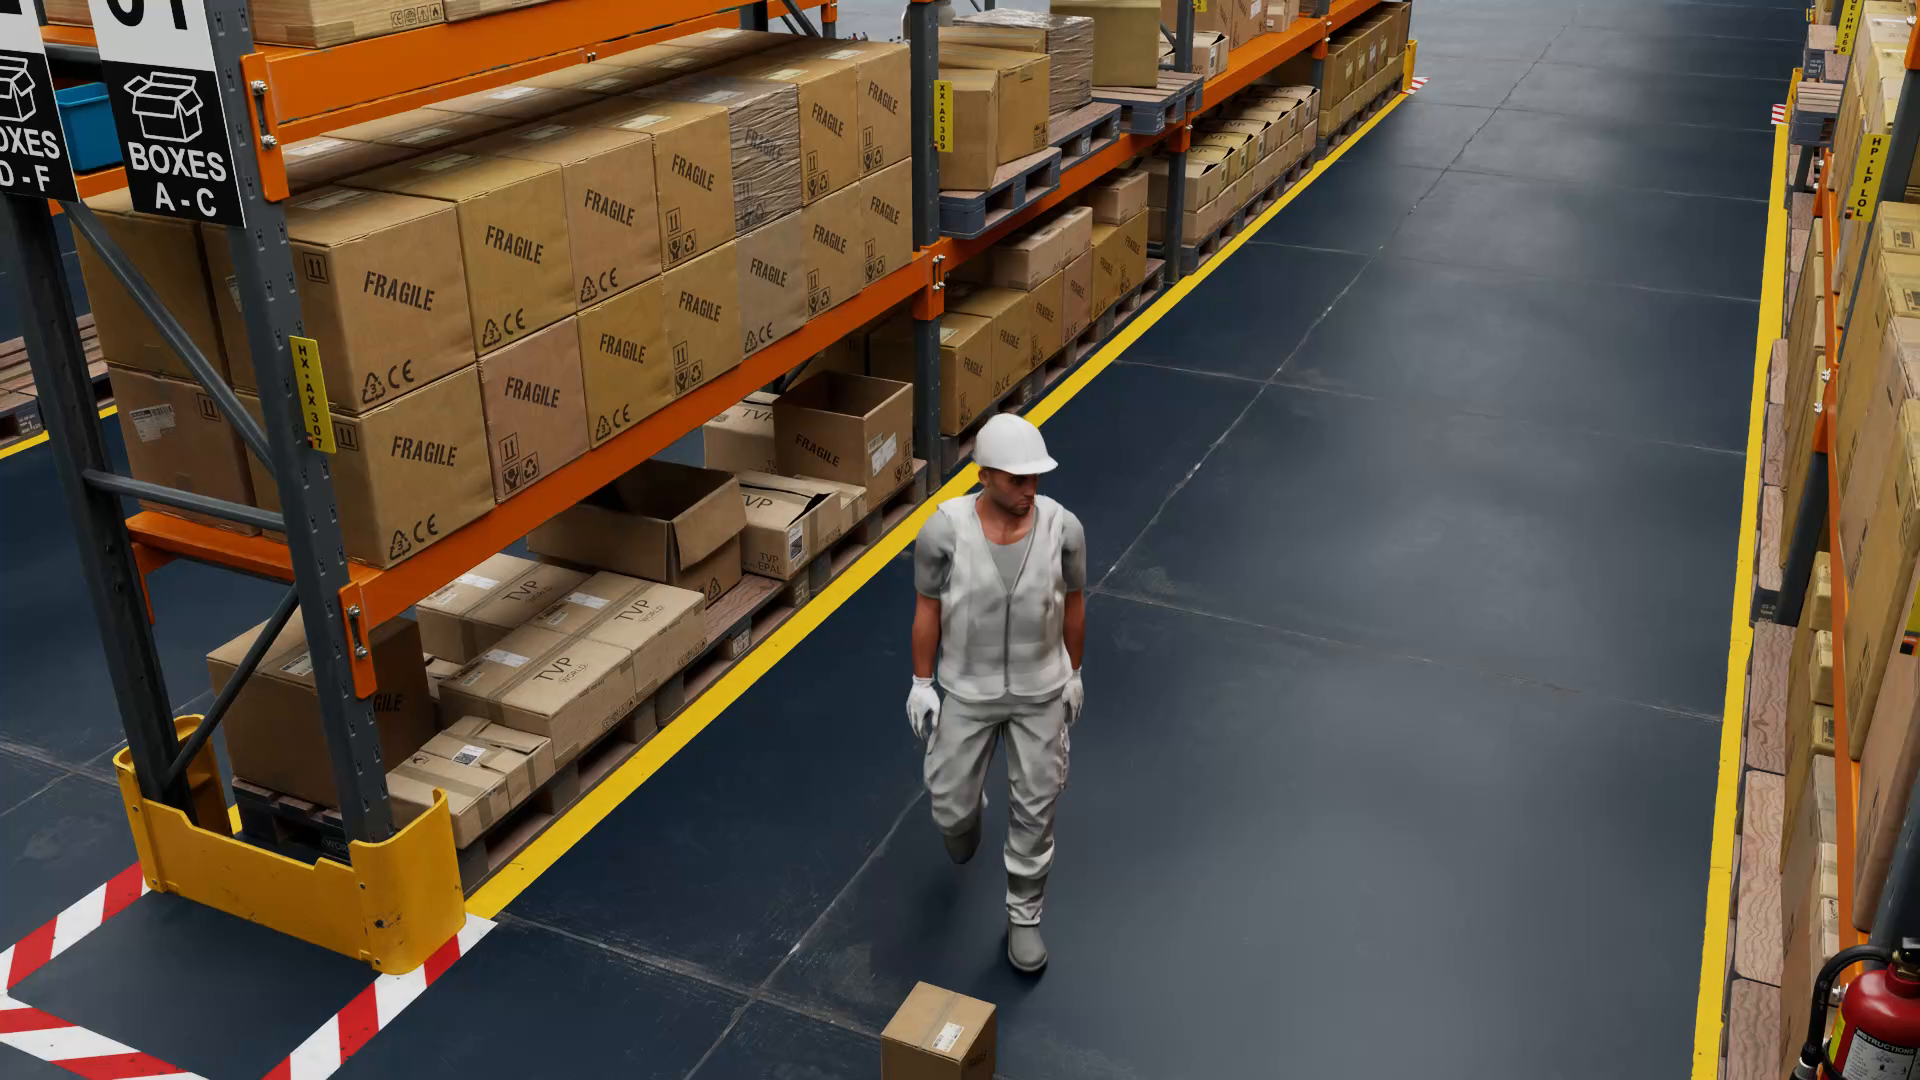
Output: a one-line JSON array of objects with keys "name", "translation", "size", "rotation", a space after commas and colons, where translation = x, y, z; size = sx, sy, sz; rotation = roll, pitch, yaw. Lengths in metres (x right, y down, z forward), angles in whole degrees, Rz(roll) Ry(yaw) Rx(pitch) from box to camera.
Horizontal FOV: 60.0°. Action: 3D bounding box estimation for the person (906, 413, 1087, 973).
[{"name": "person", "translation": [0.113, 0.446, 5.131], "size": [0.563, 1.779, 0.650], "rotation": [-2, 26, -4]}]
